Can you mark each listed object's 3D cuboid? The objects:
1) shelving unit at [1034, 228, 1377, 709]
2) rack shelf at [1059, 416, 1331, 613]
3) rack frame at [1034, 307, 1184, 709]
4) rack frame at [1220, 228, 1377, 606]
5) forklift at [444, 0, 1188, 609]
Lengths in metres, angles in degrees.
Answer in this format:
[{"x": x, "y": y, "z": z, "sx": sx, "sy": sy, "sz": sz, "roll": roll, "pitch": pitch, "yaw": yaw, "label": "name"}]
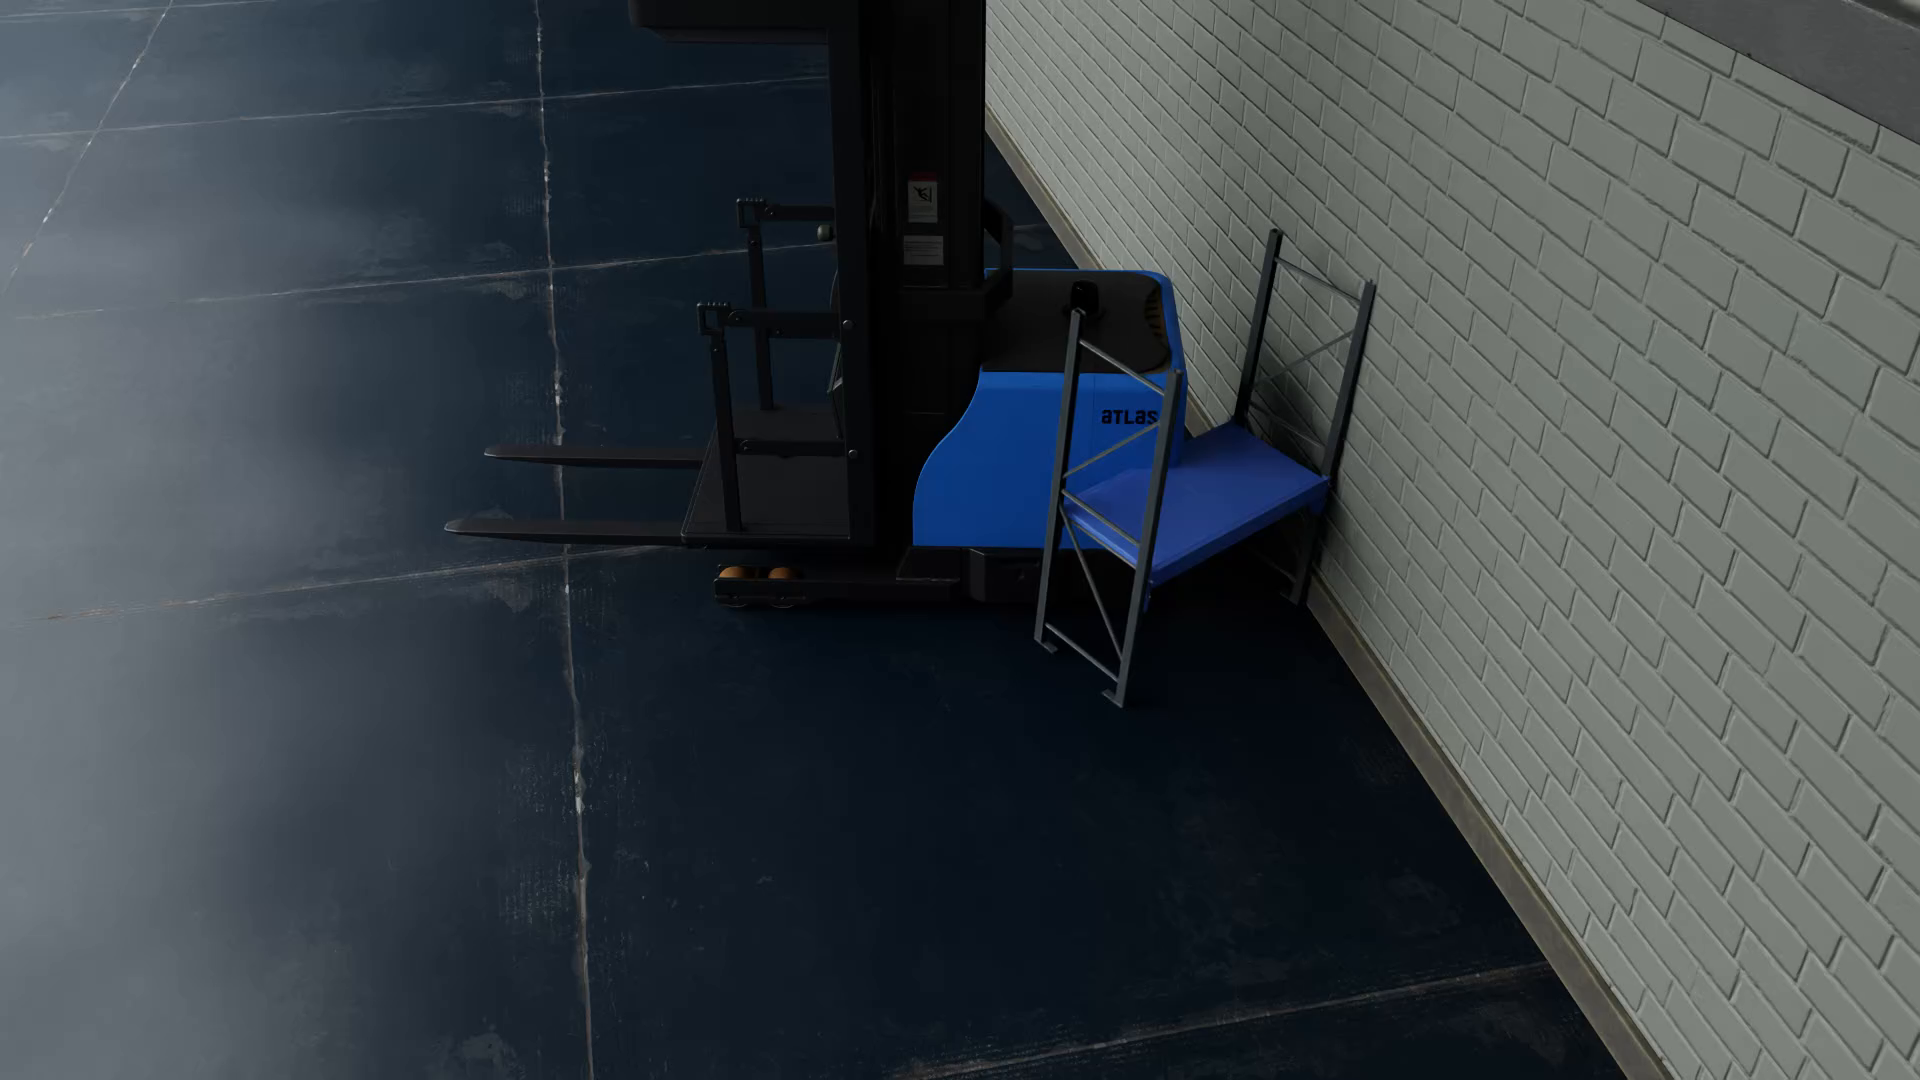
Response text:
[{"x": 0.896, "y": -0.262, "z": 6.258, "sx": 1.048, "sy": 1.500, "sz": 0.538, "roll": -26, "pitch": 47, "yaw": -32, "label": "shelving unit"}, {"x": 0.886, "y": -0.121, "z": 6.369, "sx": 1.000, "sy": 0.185, "sz": 0.538, "roll": -26, "pitch": 47, "yaw": -32, "label": "rack shelf"}, {"x": 0.509, "y": -0.076, "z": 5.986, "sx": 0.032, "sy": 1.500, "sz": 0.500, "roll": -26, "pitch": 47, "yaw": -32, "label": "rack frame"}, {"x": 1.283, "y": -0.448, "z": 6.530, "sx": 0.032, "sy": 1.500, "sz": 0.500, "roll": -26, "pitch": 47, "yaw": -32, "label": "rack frame"}, {"x": -0.622, "y": -1.229, "z": 6.452, "sx": 3.031, "sy": 2.935, "sz": 1.130, "roll": 1, "pitch": 34, "yaw": 2, "label": "forklift"}]
